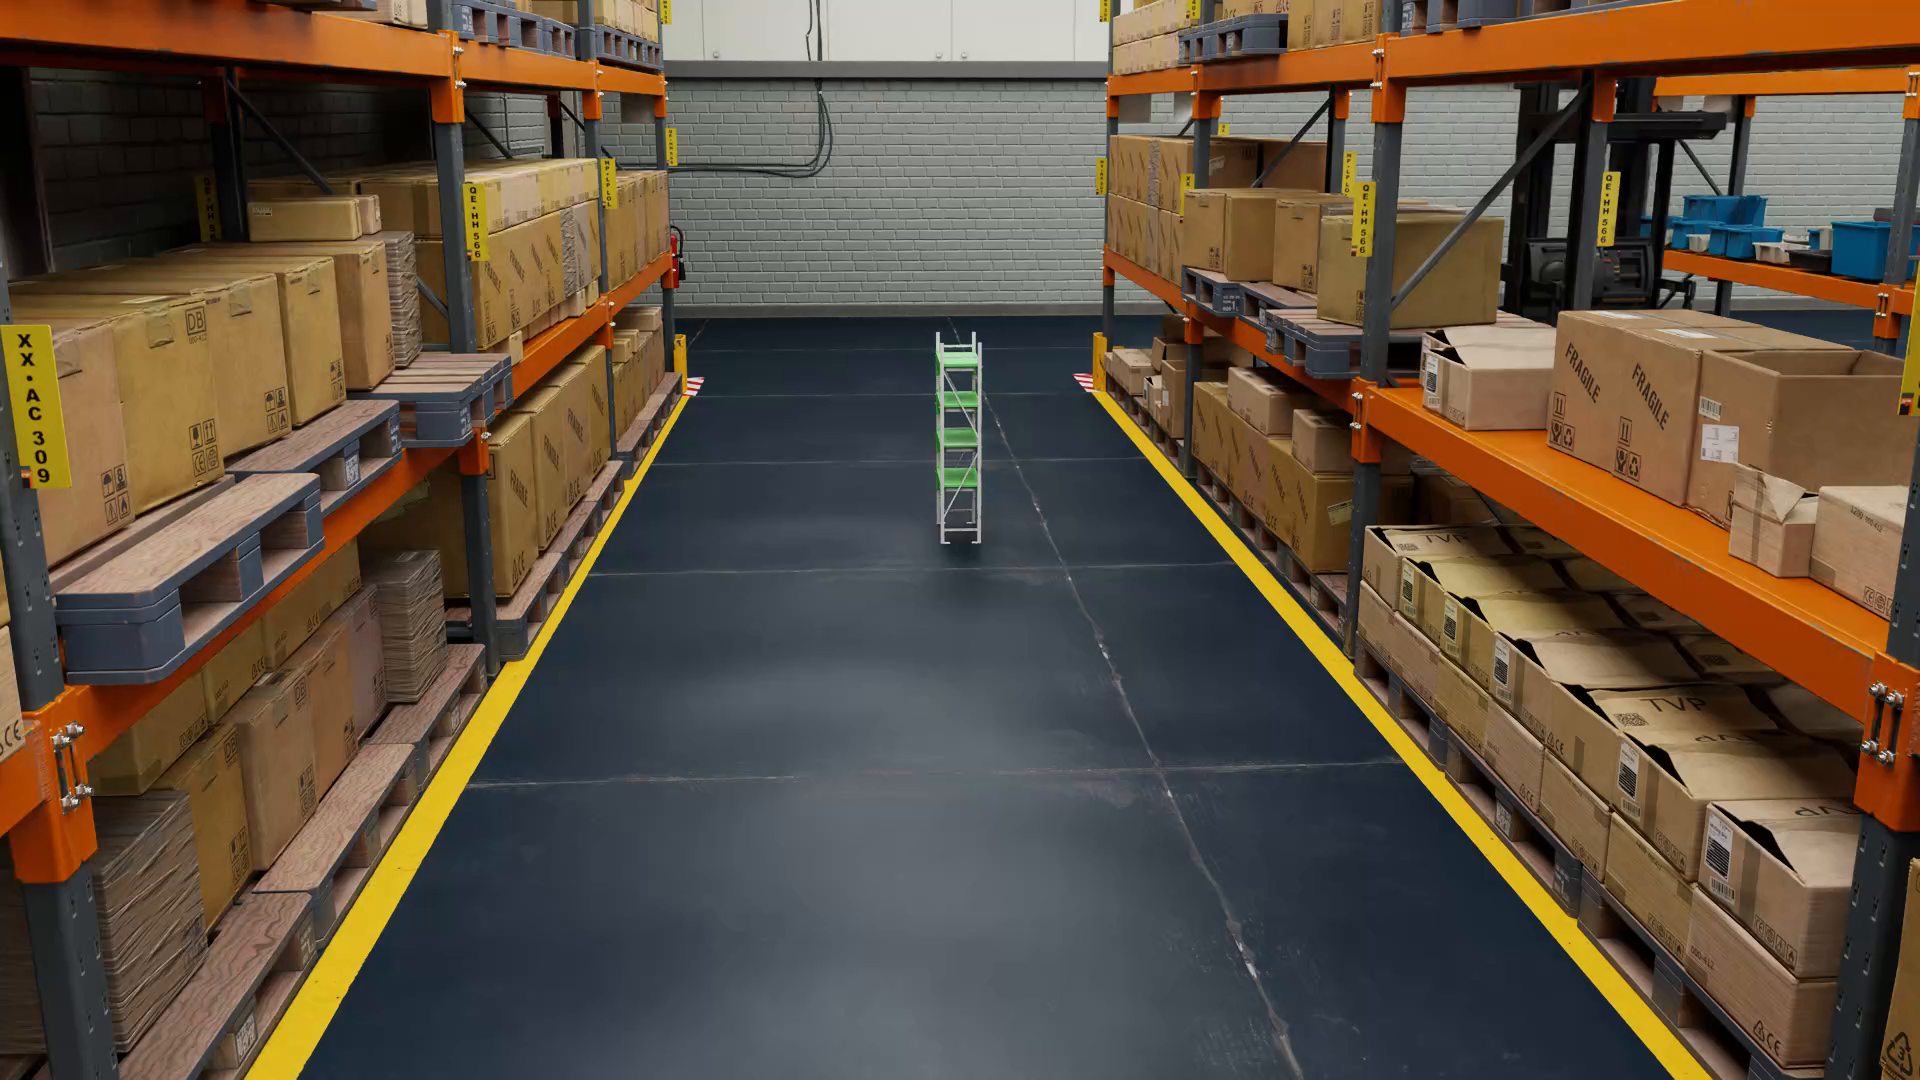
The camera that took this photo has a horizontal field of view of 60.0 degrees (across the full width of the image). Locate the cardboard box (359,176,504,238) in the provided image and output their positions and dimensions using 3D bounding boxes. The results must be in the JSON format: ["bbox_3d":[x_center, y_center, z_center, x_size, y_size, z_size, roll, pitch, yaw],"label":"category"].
[{"bbox_3d":[-2.390,-1.516,7.557,0.500,0.250,0.500,-1,14,-2],"label":"cardboard box"}]

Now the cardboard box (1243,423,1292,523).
[{"bbox_3d":[1.964,-0.395,9.675,0.500,0.500,0.500,-1,14,-6],"label":"cardboard box"}]

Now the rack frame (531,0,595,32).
[{"bbox_3d":[-2.865,-4.727,10.339,1.000,3.000,0.127,-1,14,-3],"label":"rack frame"}]

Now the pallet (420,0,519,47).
[{"bbox_3d":[-2.710,-2.347,7.489,1.213,0.211,1.003,0,14,-1],"label":"pallet"}]

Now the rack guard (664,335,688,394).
[{"bbox_3d":[-3.115,-1.612,15.288,1.175,0.500,0.348,-1,14,-3],"label":"rack guard"}]

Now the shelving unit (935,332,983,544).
[{"bbox_3d":[-0.010,-0.622,10.037,0.258,1.200,0.503,-1,14,-3],"label":"shelving unit"}]

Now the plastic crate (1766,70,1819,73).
[{"bbox_3d":[6.604,-3.809,13.028,0.437,0.282,0.530,-1,14,-3],"label":"plastic crate"}]

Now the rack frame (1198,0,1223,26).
[{"bbox_3d":[2.079,-4.804,10.640,1.000,3.000,0.127,-1,14,-3],"label":"rack frame"}]

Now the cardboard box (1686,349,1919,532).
[{"bbox_3d":[2.510,-0.280,4.895,0.500,0.500,0.500,0,14,1],"label":"cardboard box"}]

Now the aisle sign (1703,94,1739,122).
[{"bbox_3d":[7.063,-4.251,15.311,0.394,0.787,0.004,-1,14,-3],"label":"aisle sign"}]

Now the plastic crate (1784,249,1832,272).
[{"bbox_3d":[6.685,-2.145,12.774,0.437,0.125,0.590,-1,14,-3],"label":"plastic crate"}]

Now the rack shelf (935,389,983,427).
[{"bbox_3d":[-0.010,-0.793,9.993,0.258,0.148,0.480,-1,14,-3],"label":"rack shelf"}]

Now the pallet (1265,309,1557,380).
[{"bbox_3d":[2.214,-0.979,8.196,1.213,0.211,1.003,-1,14,-3],"label":"pallet"}]

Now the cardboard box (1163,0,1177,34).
[{"bbox_3d":[1.750,-3.762,11.907,0.500,0.250,0.500,-1,14,-3],"label":"cardboard box"}]

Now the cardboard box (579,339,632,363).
[{"bbox_3d":[-2.648,-1.404,12.336,0.380,0.149,0.250,0,14,-2],"label":"cardboard box"}]

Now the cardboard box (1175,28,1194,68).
[{"bbox_3d":[1.783,-3.396,11.487,0.500,0.250,0.500,-1,14,-3],"label":"cardboard box"}]

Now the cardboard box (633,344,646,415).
[{"bbox_3d":[-2.867,-1.255,13.057,0.700,0.500,0.500,-1,14,-2],"label":"cardboard box"}]

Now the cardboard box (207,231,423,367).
[{"bbox_3d":[-2.578,-0.972,6.699,0.700,0.500,0.500,-3,15,-10],"label":"cardboard box"}]

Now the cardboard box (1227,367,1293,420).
[{"bbox_3d":[1.927,-0.892,10.102,0.500,0.250,0.500,-1,14,-3],"label":"cardboard box"}]

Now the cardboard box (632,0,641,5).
[{"bbox_3d":[-2.735,-4.379,12.761,0.500,0.500,0.500,-2,15,-6],"label":"cardboard box"}]

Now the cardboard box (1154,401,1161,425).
[{"bbox_3d":[1.677,-0.961,12.581,0.380,0.149,0.250,-1,14,-3],"label":"cardboard box"}]

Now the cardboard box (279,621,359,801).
[{"bbox_3d":[-2.546,0.602,5.801,0.700,0.500,0.500,-1,14,-4],"label":"cardboard box"}]

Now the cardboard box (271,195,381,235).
[{"bbox_3d":[-2.566,-1.317,6.741,0.380,0.149,0.250,-3,15,-11],"label":"cardboard box"}]

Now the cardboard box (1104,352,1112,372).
[{"bbox_3d":[1.514,-1.617,15.129,0.380,0.149,0.250,-1,14,-3],"label":"cardboard box"}]

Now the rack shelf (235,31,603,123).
[{"bbox_3d":[-2.741,-2.429,8.869,1.077,0.370,4.000,-1,14,-3],"label":"rack shelf"}]

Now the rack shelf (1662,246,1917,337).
[{"bbox_3d":[6.899,-2.124,13.704,1.077,0.370,4.000,-1,14,-3],"label":"rack shelf"}]

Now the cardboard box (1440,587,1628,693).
[{"bbox_3d":[2.136,0.345,6.217,0.500,0.311,0.500,-1,14,-5],"label":"cardboard box"}]

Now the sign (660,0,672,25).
[{"bbox_3d":[-2.571,-4.665,14.498,0.100,0.325,0.005,-1,14,-3],"label":"sign"}]

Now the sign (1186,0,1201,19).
[{"bbox_3d":[1.538,-3.592,10.909,0.100,0.325,0.005,-1,14,-3],"label":"sign"}]

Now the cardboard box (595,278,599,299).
[{"bbox_3d":[-2.562,-1.630,10.806,0.380,0.149,0.250,-1,14,-3],"label":"cardboard box"}]

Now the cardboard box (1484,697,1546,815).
[{"bbox_3d":[2.167,0.740,5.804,0.500,0.250,0.500,-1,14,-2],"label":"cardboard box"}]

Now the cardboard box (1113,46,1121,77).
[{"bbox_3d":[1.609,-4.142,14.387,0.500,0.250,0.500,-1,14,-3],"label":"cardboard box"}]

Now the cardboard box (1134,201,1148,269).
[{"bbox_3d":[1.690,-2.450,13.330,0.500,0.500,0.500,-1,14,-3],"label":"cardboard box"}]

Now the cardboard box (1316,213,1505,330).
[{"bbox_3d":[2.175,-1.311,8.058,0.700,0.500,0.500,-6,16,-22],"label":"cardboard box"}]

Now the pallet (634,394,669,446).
[{"bbox_3d":[-2.913,-0.966,13.356,1.003,0.211,1.213,-1,14,-3],"label":"pallet"}]

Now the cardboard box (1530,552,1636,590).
[{"bbox_3d":[2.643,0.208,6.748,0.500,0.311,0.500,-1,14,-4],"label":"cardboard box"}]

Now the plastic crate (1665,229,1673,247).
[{"bbox_3d":[6.399,-2.723,15.000,0.250,0.136,0.298,-1,14,-3],"label":"plastic crate"}]

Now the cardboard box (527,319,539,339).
[{"bbox_3d":[-2.513,-1.182,9.063,0.380,0.149,0.250,-1,14,-3],"label":"cardboard box"}]

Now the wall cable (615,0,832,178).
[{"bbox_3d":[-3.107,-5.630,20.081,3.097,2.526,0.112,-1,14,-3],"label":"wall cable"}]

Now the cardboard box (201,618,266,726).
[{"bbox_3d":[-2.499,0.381,5.156,0.500,0.250,0.500,-1,14,-5],"label":"cardboard box"}]

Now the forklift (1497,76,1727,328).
[{"bbox_3d":[4.583,-1.970,11.802,1.130,2.935,3.031,-2,15,-6],"label":"forklift"}]

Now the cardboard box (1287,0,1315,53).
[{"bbox_3d":[2.202,-2.770,8.550,0.910,0.500,0.500,-1,14,-3],"label":"cardboard box"}]

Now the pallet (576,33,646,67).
[{"bbox_3d":[-2.978,-3.738,12.692,1.003,0.211,1.213,-1,14,-3],"label":"pallet"}]

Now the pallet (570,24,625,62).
[{"bbox_3d":[-2.906,-3.435,11.516,1.003,0.211,1.213,-1,14,-3],"label":"pallet"}]

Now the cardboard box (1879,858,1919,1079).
[{"bbox_3d":[2.291,0.976,3.385,0.500,0.500,0.500,-1,14,-3],"label":"cardboard box"}]

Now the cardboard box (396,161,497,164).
[{"bbox_3d":[-3.058,-2.139,9.976,0.500,0.250,0.500,-1,14,-3],"label":"cardboard box"}]

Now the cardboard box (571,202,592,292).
[{"bbox_3d":[-2.544,-1.786,10.111,0.500,0.500,0.500,-1,14,-3],"label":"cardboard box"}]

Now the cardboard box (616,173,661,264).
[{"bbox_3d":[-3.015,-2.654,13.721,0.980,0.700,0.700,-1,14,-4],"label":"cardboard box"}]

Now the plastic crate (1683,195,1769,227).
[{"bbox_3d":[6.982,-2.935,15.223,0.616,0.435,0.499,-1,14,-3],"label":"plastic crate"}]

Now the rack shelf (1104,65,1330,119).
[{"bbox_3d":[1.955,-3.501,13.037,1.077,0.370,4.000,-1,14,-3],"label":"rack shelf"}]

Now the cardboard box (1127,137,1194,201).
[{"bbox_3d":[1.661,-3.058,13.683,0.500,0.500,0.500,-1,14,-3],"label":"cardboard box"}]

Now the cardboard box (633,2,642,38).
[{"bbox_3d":[-2.732,-4.012,12.836,0.500,0.250,0.500,-1,14,-5],"label":"cardboard box"}]

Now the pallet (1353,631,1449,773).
[{"bbox_3d":[2.339,0.651,7.071,1.003,0.211,1.213,-1,14,-3],"label":"pallet"}]
